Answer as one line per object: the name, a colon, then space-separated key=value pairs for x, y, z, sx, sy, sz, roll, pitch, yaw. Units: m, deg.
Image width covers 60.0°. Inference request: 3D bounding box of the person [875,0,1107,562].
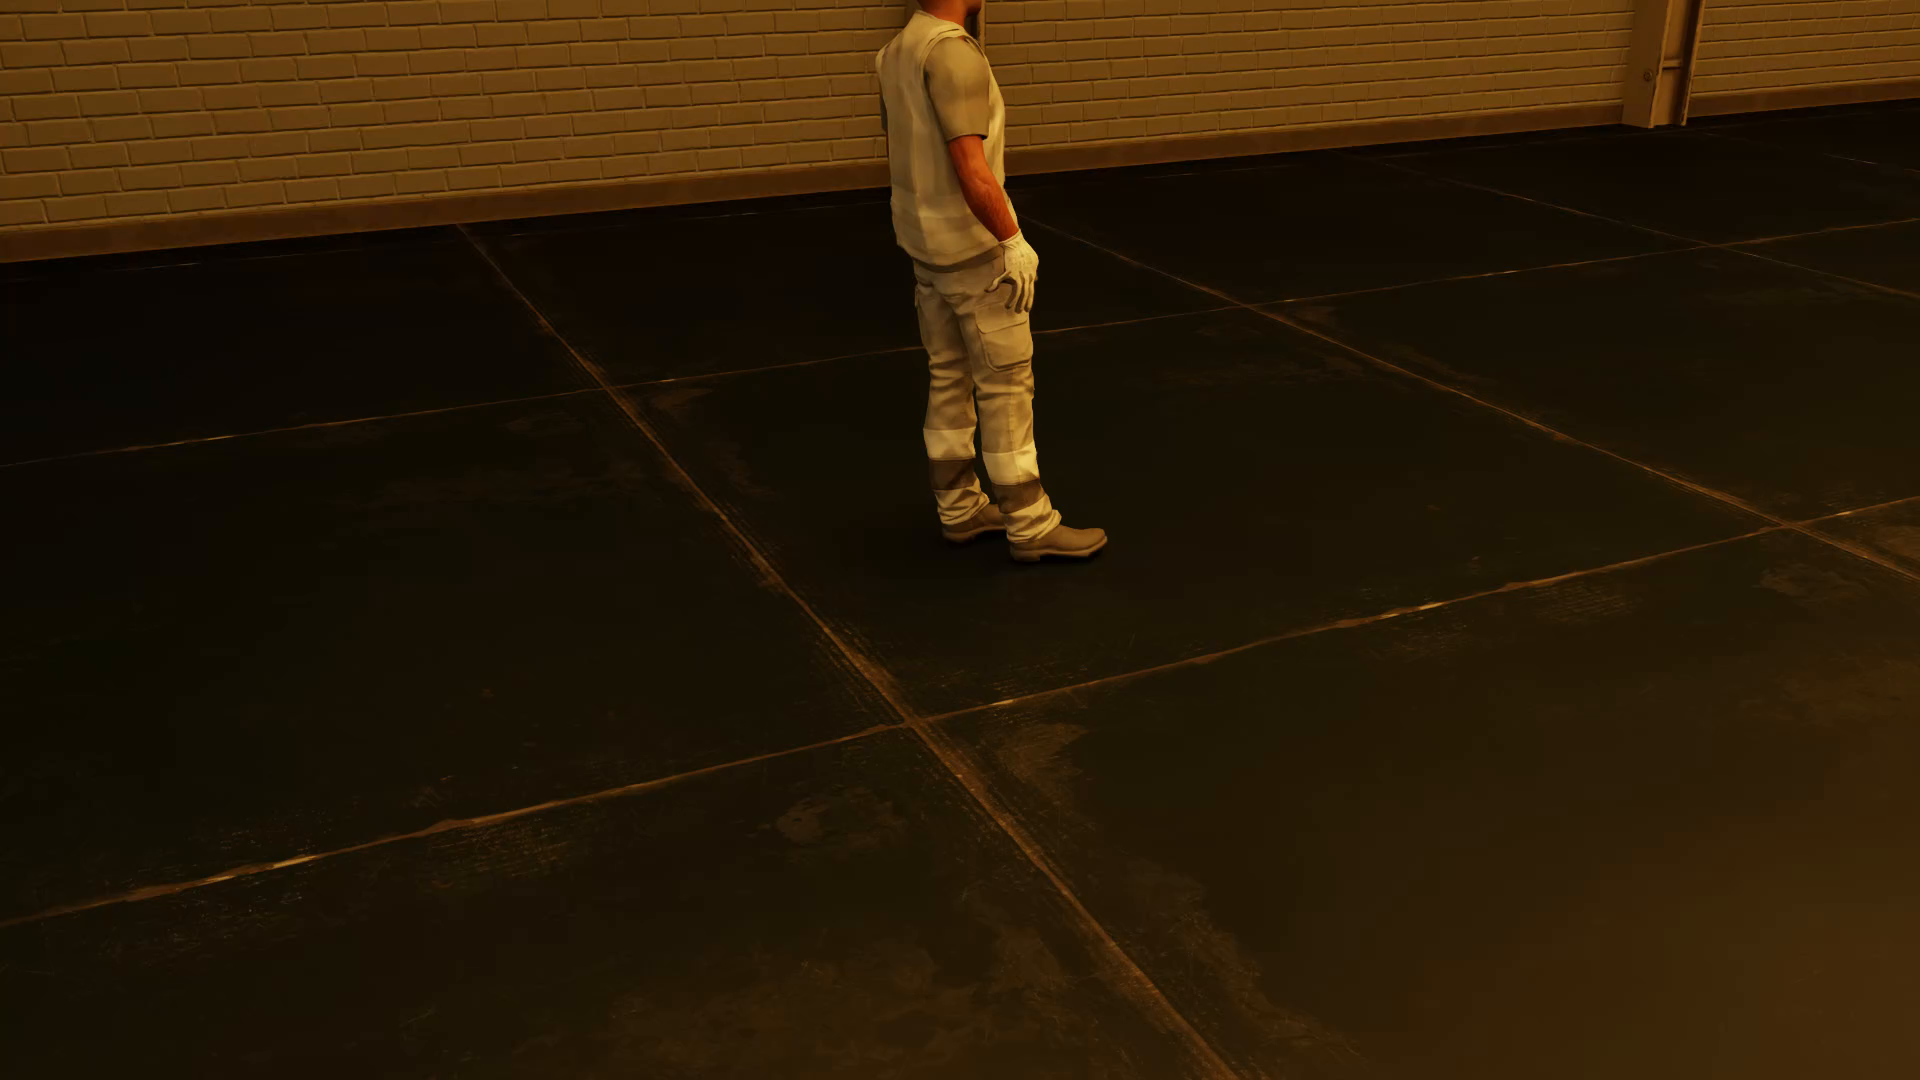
person: x=0.078 y=-0.842 z=4.782 sx=0.564 sy=1.787 sz=0.637 roll=-10 pitch=25 yaw=-23
